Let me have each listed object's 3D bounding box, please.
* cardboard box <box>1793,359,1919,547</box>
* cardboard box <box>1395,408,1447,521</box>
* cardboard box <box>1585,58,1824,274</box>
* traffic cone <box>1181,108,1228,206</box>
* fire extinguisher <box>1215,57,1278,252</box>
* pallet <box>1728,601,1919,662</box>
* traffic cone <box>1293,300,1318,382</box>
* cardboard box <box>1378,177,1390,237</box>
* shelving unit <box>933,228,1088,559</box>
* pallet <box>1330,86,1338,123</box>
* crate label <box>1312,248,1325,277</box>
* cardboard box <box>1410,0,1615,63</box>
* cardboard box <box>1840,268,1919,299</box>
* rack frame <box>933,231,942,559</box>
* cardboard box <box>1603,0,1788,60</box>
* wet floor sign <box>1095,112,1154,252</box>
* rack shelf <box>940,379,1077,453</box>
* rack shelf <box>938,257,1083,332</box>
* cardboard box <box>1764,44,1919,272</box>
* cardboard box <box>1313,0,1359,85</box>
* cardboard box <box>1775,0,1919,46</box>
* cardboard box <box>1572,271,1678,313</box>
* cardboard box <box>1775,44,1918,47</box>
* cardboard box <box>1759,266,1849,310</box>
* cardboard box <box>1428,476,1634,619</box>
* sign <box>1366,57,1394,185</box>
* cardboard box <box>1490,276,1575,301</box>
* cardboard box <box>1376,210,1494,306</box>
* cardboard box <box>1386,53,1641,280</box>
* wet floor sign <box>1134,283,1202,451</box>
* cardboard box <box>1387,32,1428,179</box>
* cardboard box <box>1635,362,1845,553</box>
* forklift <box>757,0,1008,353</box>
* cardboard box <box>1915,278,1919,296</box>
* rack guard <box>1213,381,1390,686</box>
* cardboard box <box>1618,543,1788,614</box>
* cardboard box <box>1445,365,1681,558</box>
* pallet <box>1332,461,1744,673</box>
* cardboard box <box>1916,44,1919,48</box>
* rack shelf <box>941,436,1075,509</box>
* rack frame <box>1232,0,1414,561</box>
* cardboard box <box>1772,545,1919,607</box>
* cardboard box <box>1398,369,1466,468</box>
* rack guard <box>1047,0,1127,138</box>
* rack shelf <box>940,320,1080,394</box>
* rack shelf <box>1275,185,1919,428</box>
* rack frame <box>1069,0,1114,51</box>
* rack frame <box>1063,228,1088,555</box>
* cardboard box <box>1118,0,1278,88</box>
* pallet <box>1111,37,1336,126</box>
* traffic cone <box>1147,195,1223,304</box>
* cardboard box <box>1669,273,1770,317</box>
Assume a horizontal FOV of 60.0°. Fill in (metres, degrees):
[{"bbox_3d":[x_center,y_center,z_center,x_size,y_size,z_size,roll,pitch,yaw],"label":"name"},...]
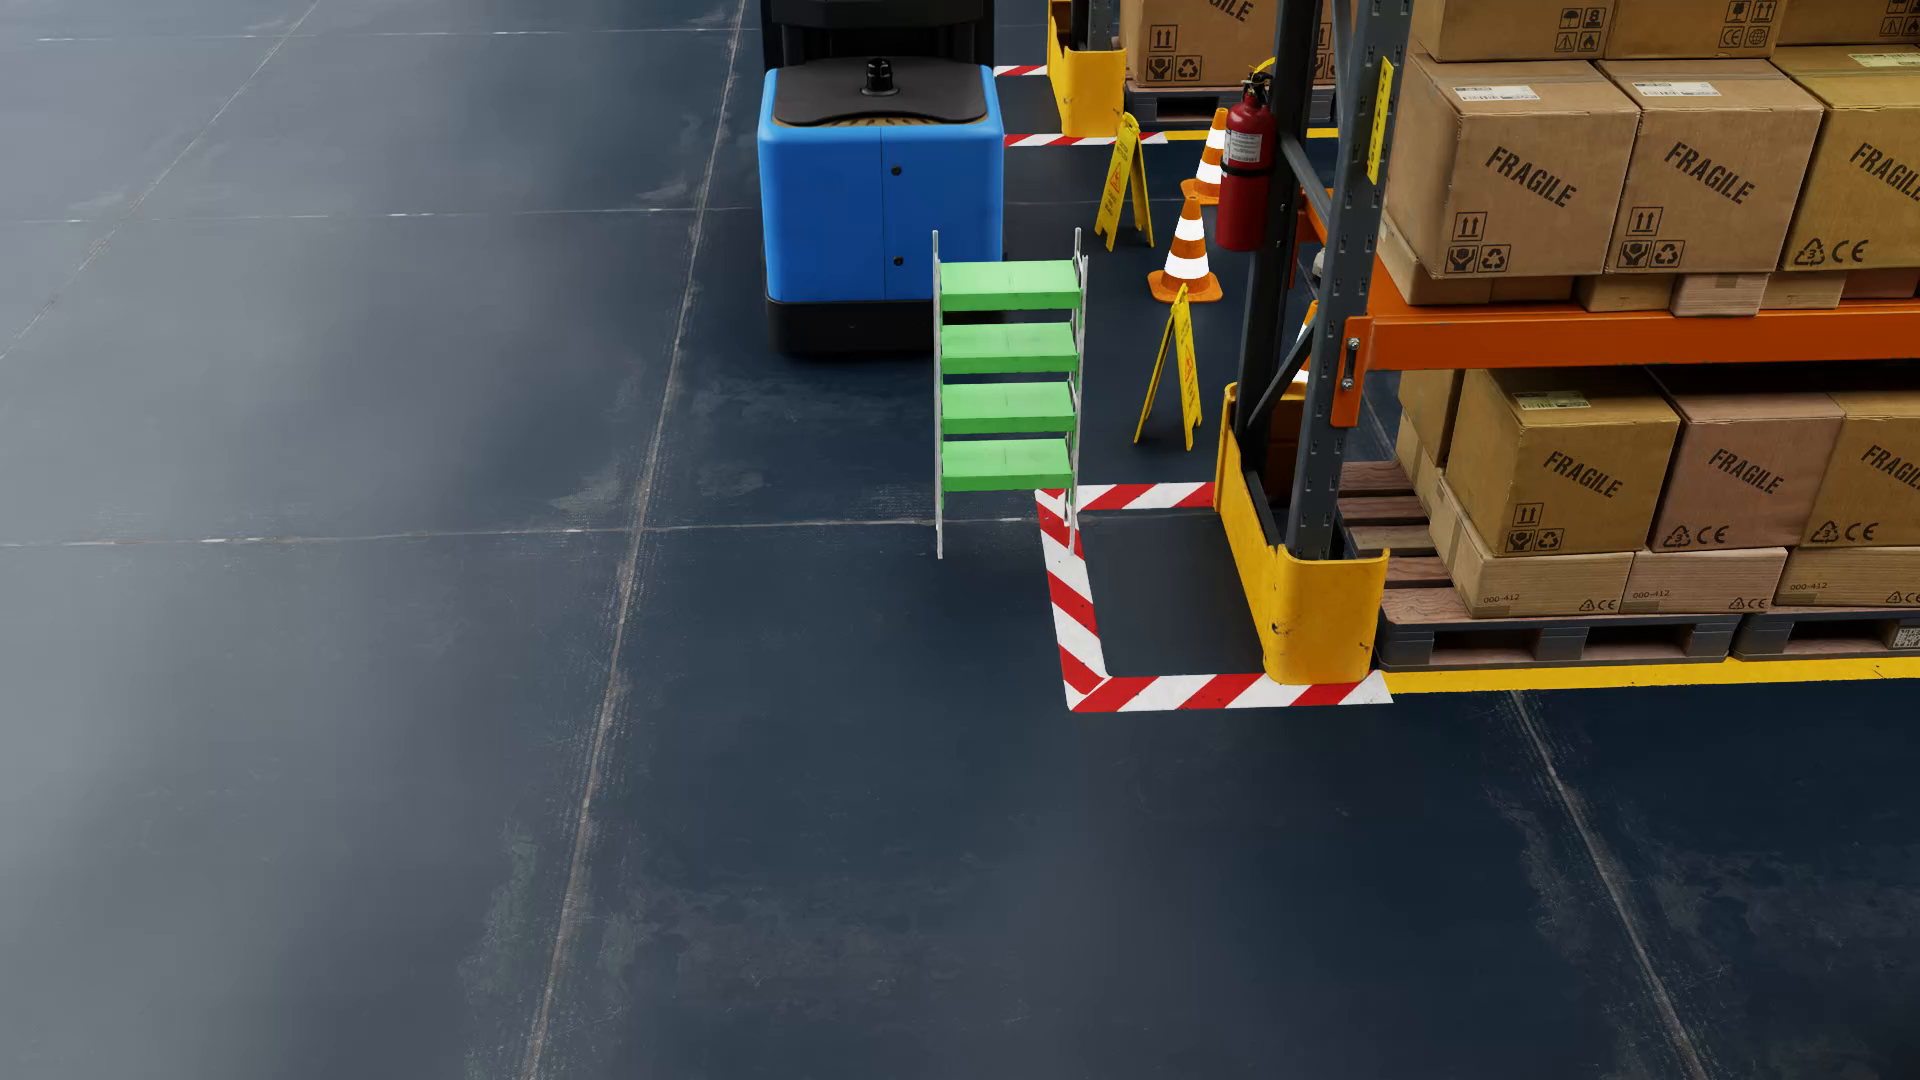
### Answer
[{"bbox_3d":[2.971,-0.323,5.469,0.500,0.500,0.500,-1,35,-1],"label":"cardboard box"},{"bbox_3d":[1.923,-0.299,6.094,0.500,0.250,0.500,-2,35,-2],"label":"cardboard box"},{"bbox_3d":[2.108,-1.116,4.878,0.500,0.500,0.500,-1,35,-1],"label":"cardboard box"},{"bbox_3d":[1.367,-2.057,8.815,0.334,0.463,0.336,-2,35,-2],"label":"traffic cone"},{"bbox_3d":[0.968,-1.309,5.573,0.183,0.674,0.296,-2,35,-2],"label":"fire extinguisher"},{"bbox_3d":[3.209,0.030,6.022,1.213,0.211,1.003,-2,35,-2],"label":"pallet"},{"bbox_3d":[1.473,-0.784,6.976,0.334,0.463,0.336,-2,35,-2],"label":"traffic cone"},{"bbox_3d":[1.468,-1.110,5.439,0.250,0.149,0.380,0,35,-1],"label":"cardboard box"},{"bbox_3d":[0.165,-0.498,5.915,0.503,1.200,0.258,-2,35,-2],"label":"shelving unit"},{"bbox_3d":[2.780,-2.843,10.173,1.213,0.211,1.003,-2,35,-2],"label":"pallet"},{"bbox_3d":[1.863,-1.328,8.048,0.298,0.136,0.250,-20,39,-26],"label":"crate label"},{"bbox_3d":[1.605,-1.794,4.979,0.500,0.500,0.700,-2,35,-3],"label":"cardboard box"},{"bbox_3d":[2.748,-0.894,5.127,0.250,0.149,0.380,0,35,-1],"label":"cardboard box"},{"bbox_3d":[-0.079,-0.491,5.905,0.015,1.200,0.240,-2,35,-2],"label":"rack frame"},{"bbox_3d":[2.110,-1.804,4.993,0.500,0.500,0.700,-1,35,-2],"label":"cardboard box"},{"bbox_3d":[0.834,-1.799,8.282,0.232,0.644,0.267,-7,35,-10],"label":"wet floor sign"},{"bbox_3d":[0.165,-0.445,5.951,0.480,0.148,0.258,-2,35,-2],"label":"rack shelf"},{"bbox_3d":[0.165,-0.840,5.678,0.480,0.148,0.258,-2,35,-2],"label":"rack shelf"},{"bbox_3d":[2.617,-1.131,4.899,0.500,0.500,0.500,-2,35,-3],"label":"cardboard box"},{"bbox_3d":[2.322,-3.273,9.841,0.875,0.875,0.875,-2,35,-3],"label":"cardboard box"},{"bbox_3d":[2.615,-1.876,5.097,0.500,0.500,0.700,-2,35,-3],"label":"cardboard box"},{"bbox_3d":[1.974,-0.846,5.057,0.250,0.149,0.380,-3,35,-4],"label":"cardboard box"},{"bbox_3d":[2.634,-1.439,5.344,0.500,0.500,0.500,-2,35,-2],"label":"cardboard box"},{"bbox_3d":[2.487,-0.853,5.067,0.250,0.149,0.380,-1,35,-1],"label":"cardboard box"},{"bbox_3d":[1.923,0.012,5.645,0.500,0.250,0.500,-2,35,-3],"label":"cardboard box"},{"bbox_3d":[1.130,-1.129,4.485,0.005,0.325,0.100,-2,35,-2],"label":"sign"},{"bbox_3d":[1.705,-0.885,5.114,0.250,0.149,0.380,-1,35,-2],"label":"cardboard box"},{"bbox_3d":[1.454,-0.870,5.092,0.250,0.149,0.380,-1,35,-2],"label":"cardboard box"},{"bbox_3d":[1.591,-1.100,4.855,0.500,0.500,0.500,-2,35,-3],"label":"cardboard box"},{"bbox_3d":[0.864,-0.717,6.719,0.232,0.644,0.267,10,36,14],"label":"wet floor sign"},{"bbox_3d":[1.634,-1.417,5.312,0.500,0.500,0.500,-2,35,-3],"label":"cardboard box"},{"bbox_3d":[2.469,-0.314,5.457,0.500,0.500,0.500,-3,35,-4],"label":"cardboard box"},{"bbox_3d":[-0.395,-2.841,7.780,1.130,2.935,3.031,-2,35,-2],"label":"forklift"},{"bbox_3d":[3.012,-0.884,5.113,0.250,0.149,0.380,-2,35,-3],"label":"cardboard box"},{"bbox_3d":[1.181,-0.056,5.892,0.348,0.500,1.175,-2,35,-2],"label":"rack guard"},{"bbox_3d":[2.434,0.002,5.658,0.500,0.250,0.500,0,35,-1],"label":"cardboard box"},{"bbox_3d":[1.947,-0.298,5.433,0.500,0.500,0.500,-3,35,-4],"label":"cardboard box"},{"bbox_3d":[1.994,0.061,5.976,1.213,0.211,1.003,-2,35,-2],"label":"pallet"},{"bbox_3d":[3.125,-1.149,4.925,0.500,0.500,0.500,-2,35,-3],"label":"cardboard box"},{"bbox_3d":[0.165,-0.248,6.088,0.480,0.148,0.258,-2,35,-2],"label":"rack shelf"},{"bbox_3d":[1.105,-1.082,5.177,0.127,3.000,1.000,-2,35,-2],"label":"rack frame"},{"bbox_3d":[2.978,-0.020,5.690,0.500,0.250,0.500,1,35,1],"label":"cardboard box"},{"bbox_3d":[1.893,-0.602,5.872,0.500,0.500,0.500,-1,35,-2],"label":"cardboard box"},{"bbox_3d":[0.745,-2.864,9.950,0.348,0.500,1.175,-2,35,-2],"label":"rack guard"},{"bbox_3d":[0.165,-0.643,5.815,0.480,0.148,0.258,-2,35,-2],"label":"rack shelf"},{"bbox_3d":[3.102,-0.840,5.460,4.000,0.370,1.077,-2,35,-2],"label":"rack shelf"},{"bbox_3d":[0.769,-3.893,9.239,0.127,3.000,1.000,-2,35,-2],"label":"rack frame"},{"bbox_3d":[0.409,-0.504,5.924,0.015,1.200,0.240,-2,35,-2],"label":"rack frame"},{"bbox_3d":[1.444,-3.248,9.805,0.875,0.875,0.875,-1,35,-2],"label":"cardboard box"},{"bbox_3d":[1.564,-2.812,10.128,1.213,0.211,1.003,-2,35,-2],"label":"pallet"},{"bbox_3d":[1.081,-1.405,7.874,0.334,0.463,0.336,-2,35,-2],"label":"traffic cone"},{"bbox_3d":[2.230,-0.827,5.029,0.250,0.149,0.380,-1,35,-1],"label":"cardboard box"}]
